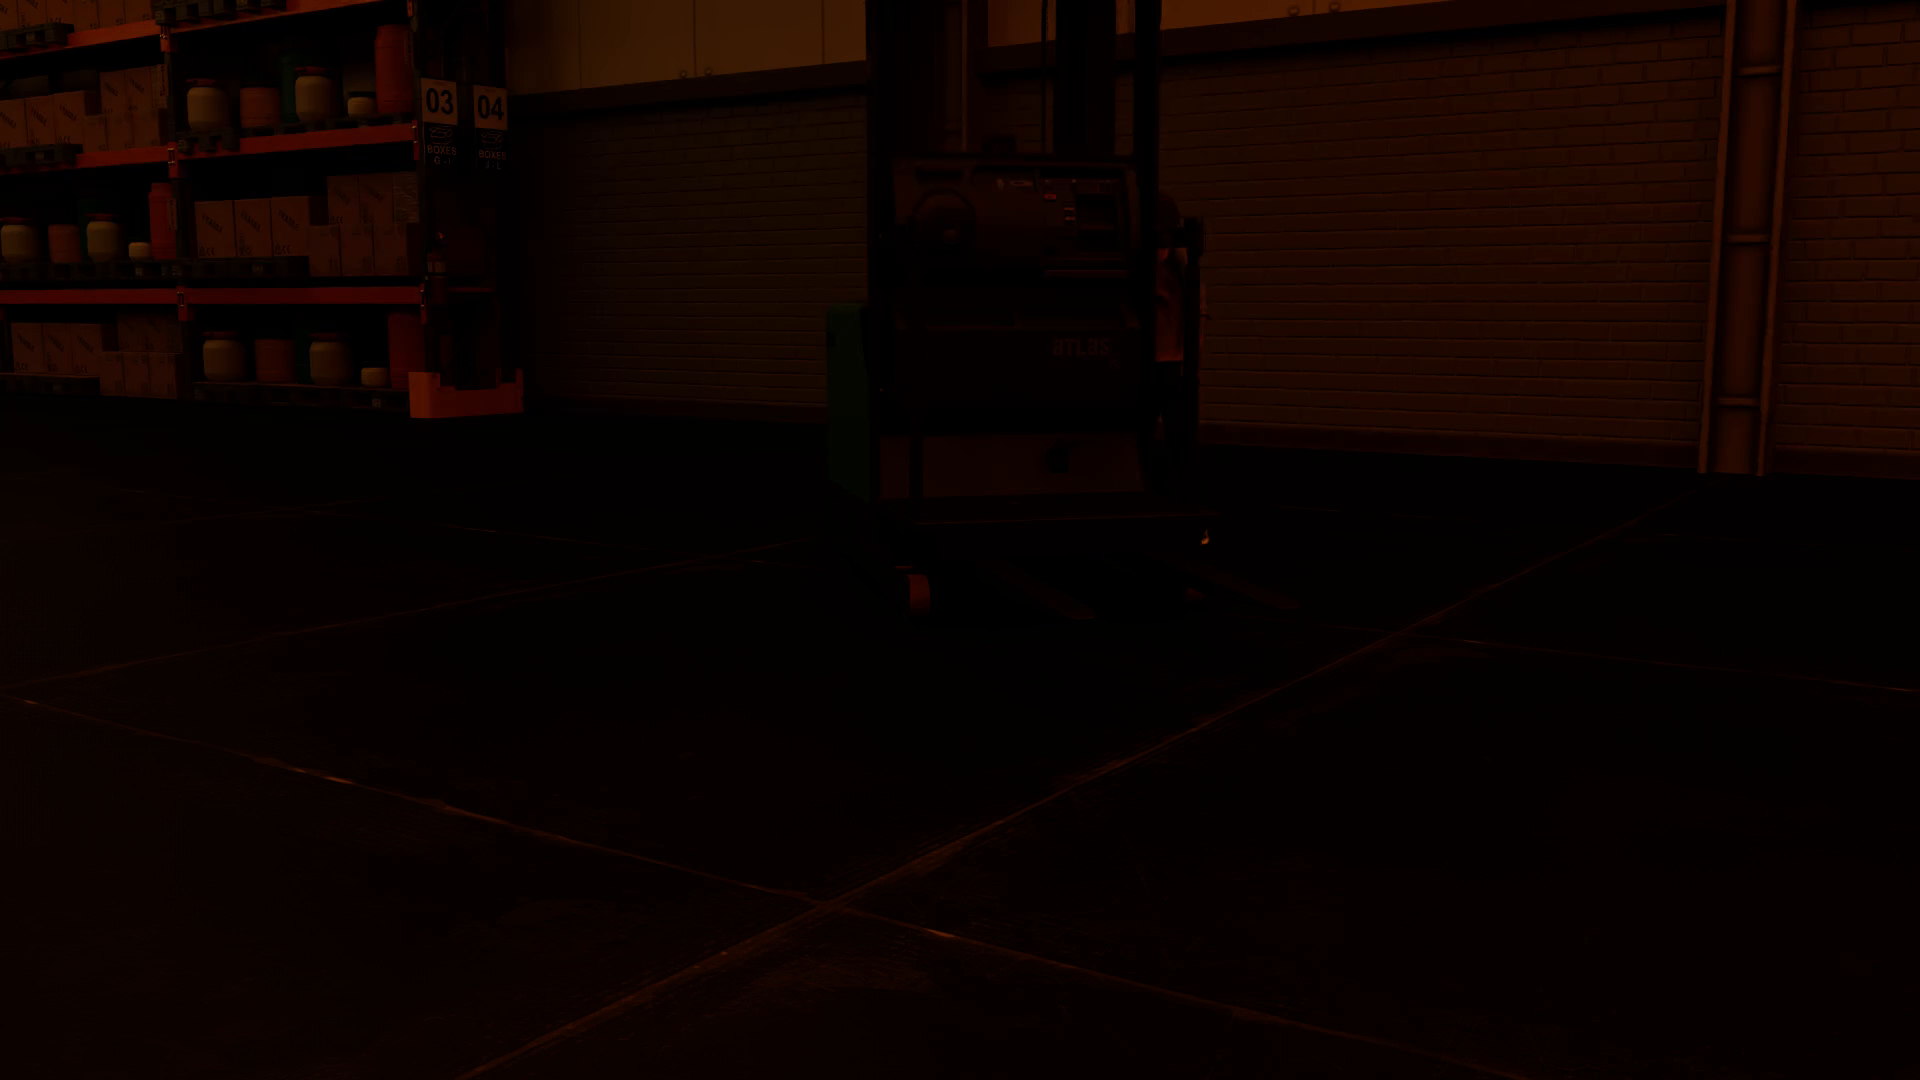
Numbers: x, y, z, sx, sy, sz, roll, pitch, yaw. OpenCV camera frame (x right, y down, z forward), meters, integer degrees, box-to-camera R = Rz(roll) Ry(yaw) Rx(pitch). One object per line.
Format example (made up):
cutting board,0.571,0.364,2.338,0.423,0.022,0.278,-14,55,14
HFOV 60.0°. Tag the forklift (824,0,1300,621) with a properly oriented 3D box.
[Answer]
forklift,0.263,-1.234,5.873,1.130,2.935,3.031,-2,8,-14

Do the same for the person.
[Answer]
person,0.908,-0.772,7.467,0.363,1.571,0.641,-5,10,-32
